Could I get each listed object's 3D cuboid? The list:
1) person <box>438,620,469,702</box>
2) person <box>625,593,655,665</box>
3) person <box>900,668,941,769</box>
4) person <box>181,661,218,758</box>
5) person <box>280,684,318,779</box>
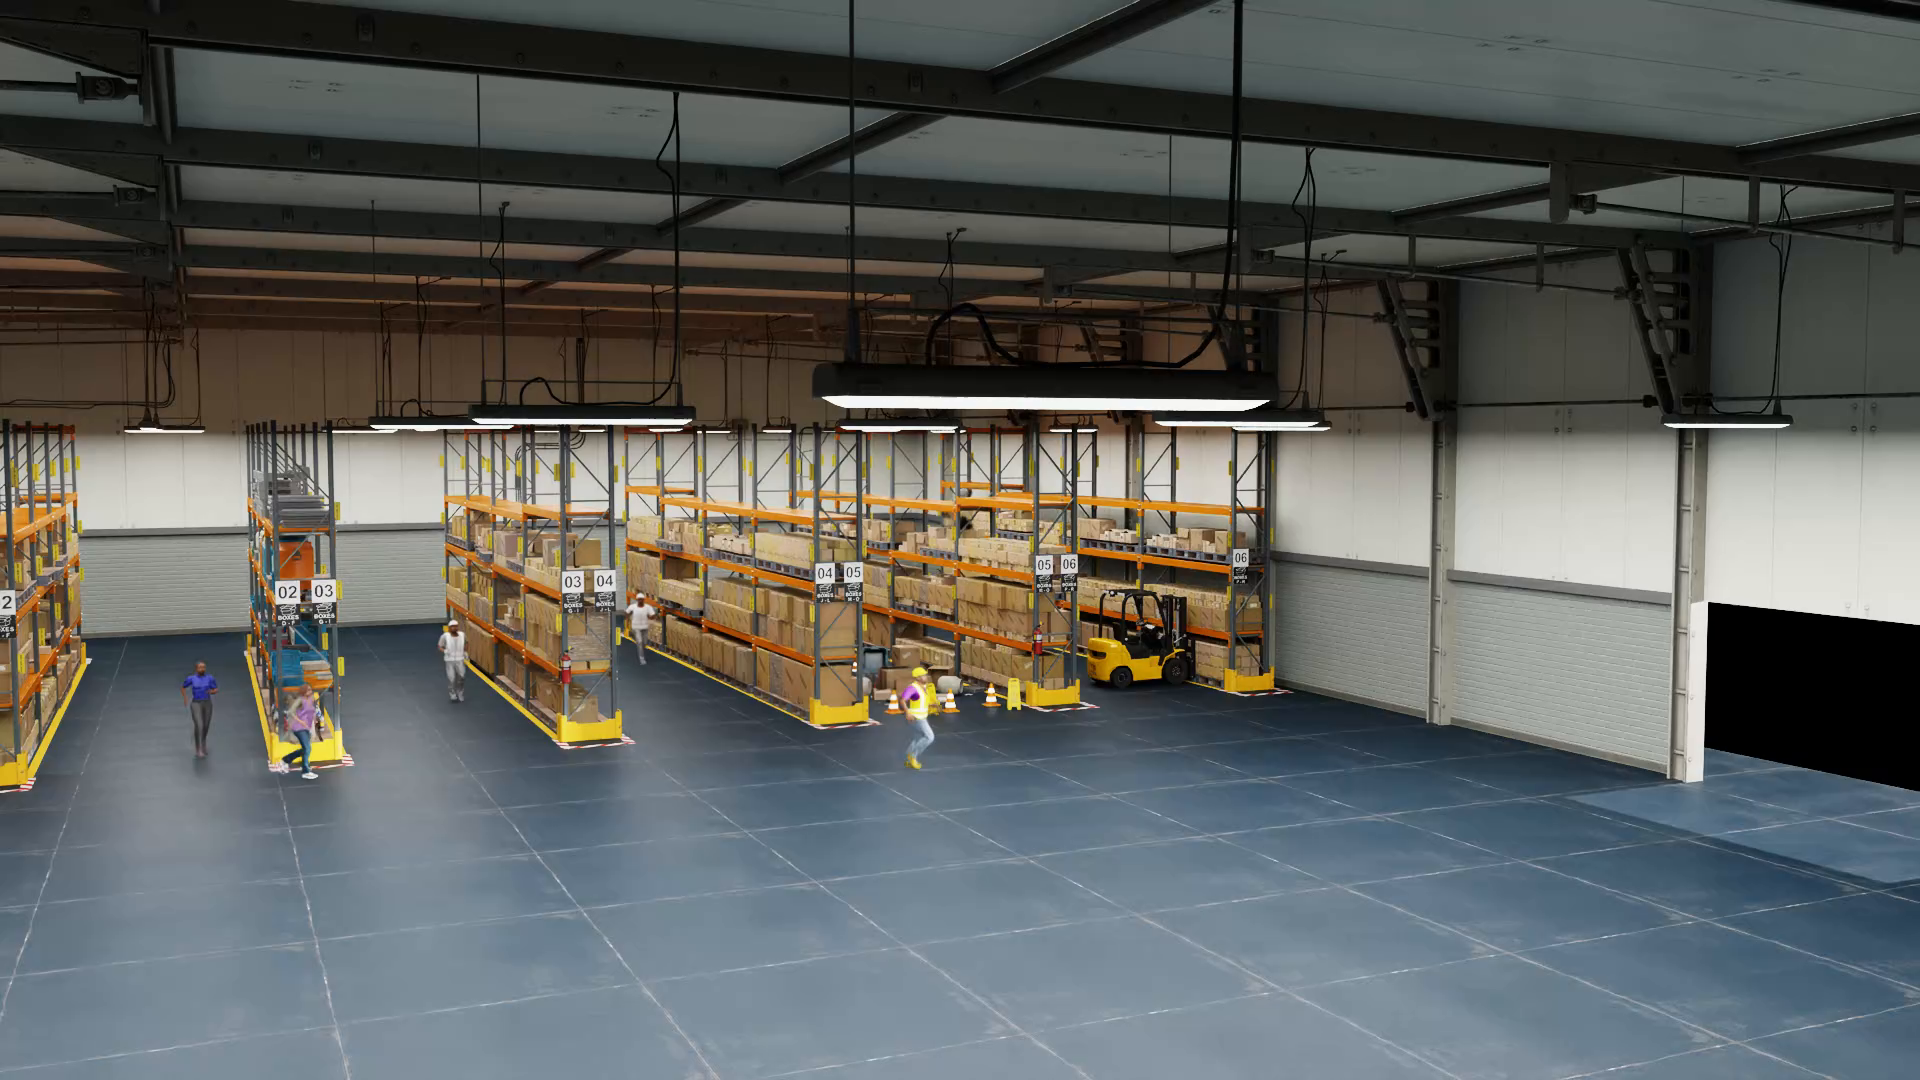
[{"bbox_3d":[-10.863,2.608,35.739,0.671,1.777,0.675,-2,4,-24],"label":"person"},{"bbox_3d":[-8.006,2.204,41.716,0.701,1.750,0.981,-1,4,-22],"label":"person"},{"bbox_3d":[-0.668,3.059,28.602,0.633,1.738,0.700,1,4,11],"label":"person"},{"bbox_3d":[-13.629,3.035,29.862,0.547,1.704,0.761,-3,5,-41],"label":"person"},{"bbox_3d":[-11.077,3.199,27.961,0.699,1.570,0.602,1,4,9],"label":"person"}]
